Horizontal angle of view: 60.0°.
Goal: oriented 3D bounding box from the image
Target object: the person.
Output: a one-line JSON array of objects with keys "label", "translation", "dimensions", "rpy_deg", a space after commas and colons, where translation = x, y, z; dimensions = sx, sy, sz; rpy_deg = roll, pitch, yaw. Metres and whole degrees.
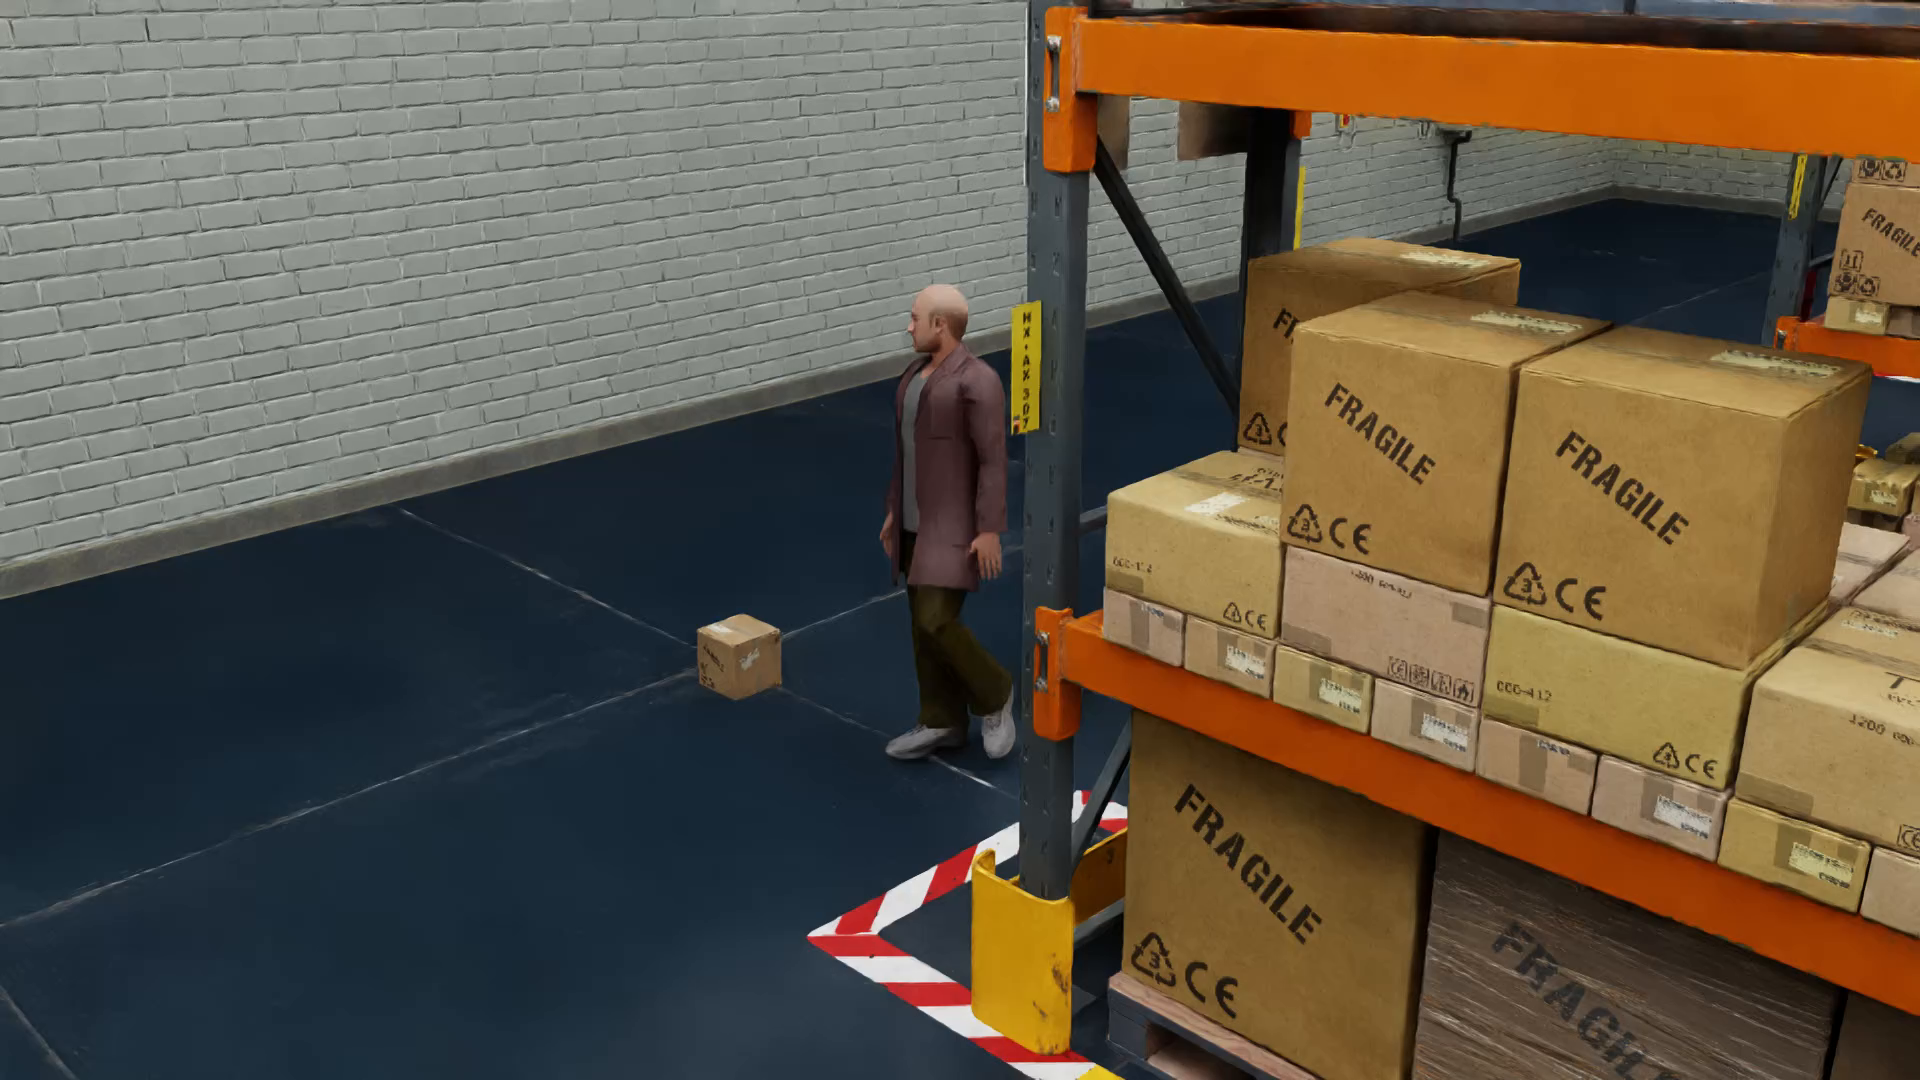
[{"label": "person", "translation": [-0.080, -0.044, 6.185], "dimensions": [0.528, 1.771, 0.677], "rpy_deg": [-13, 24, -32]}]
